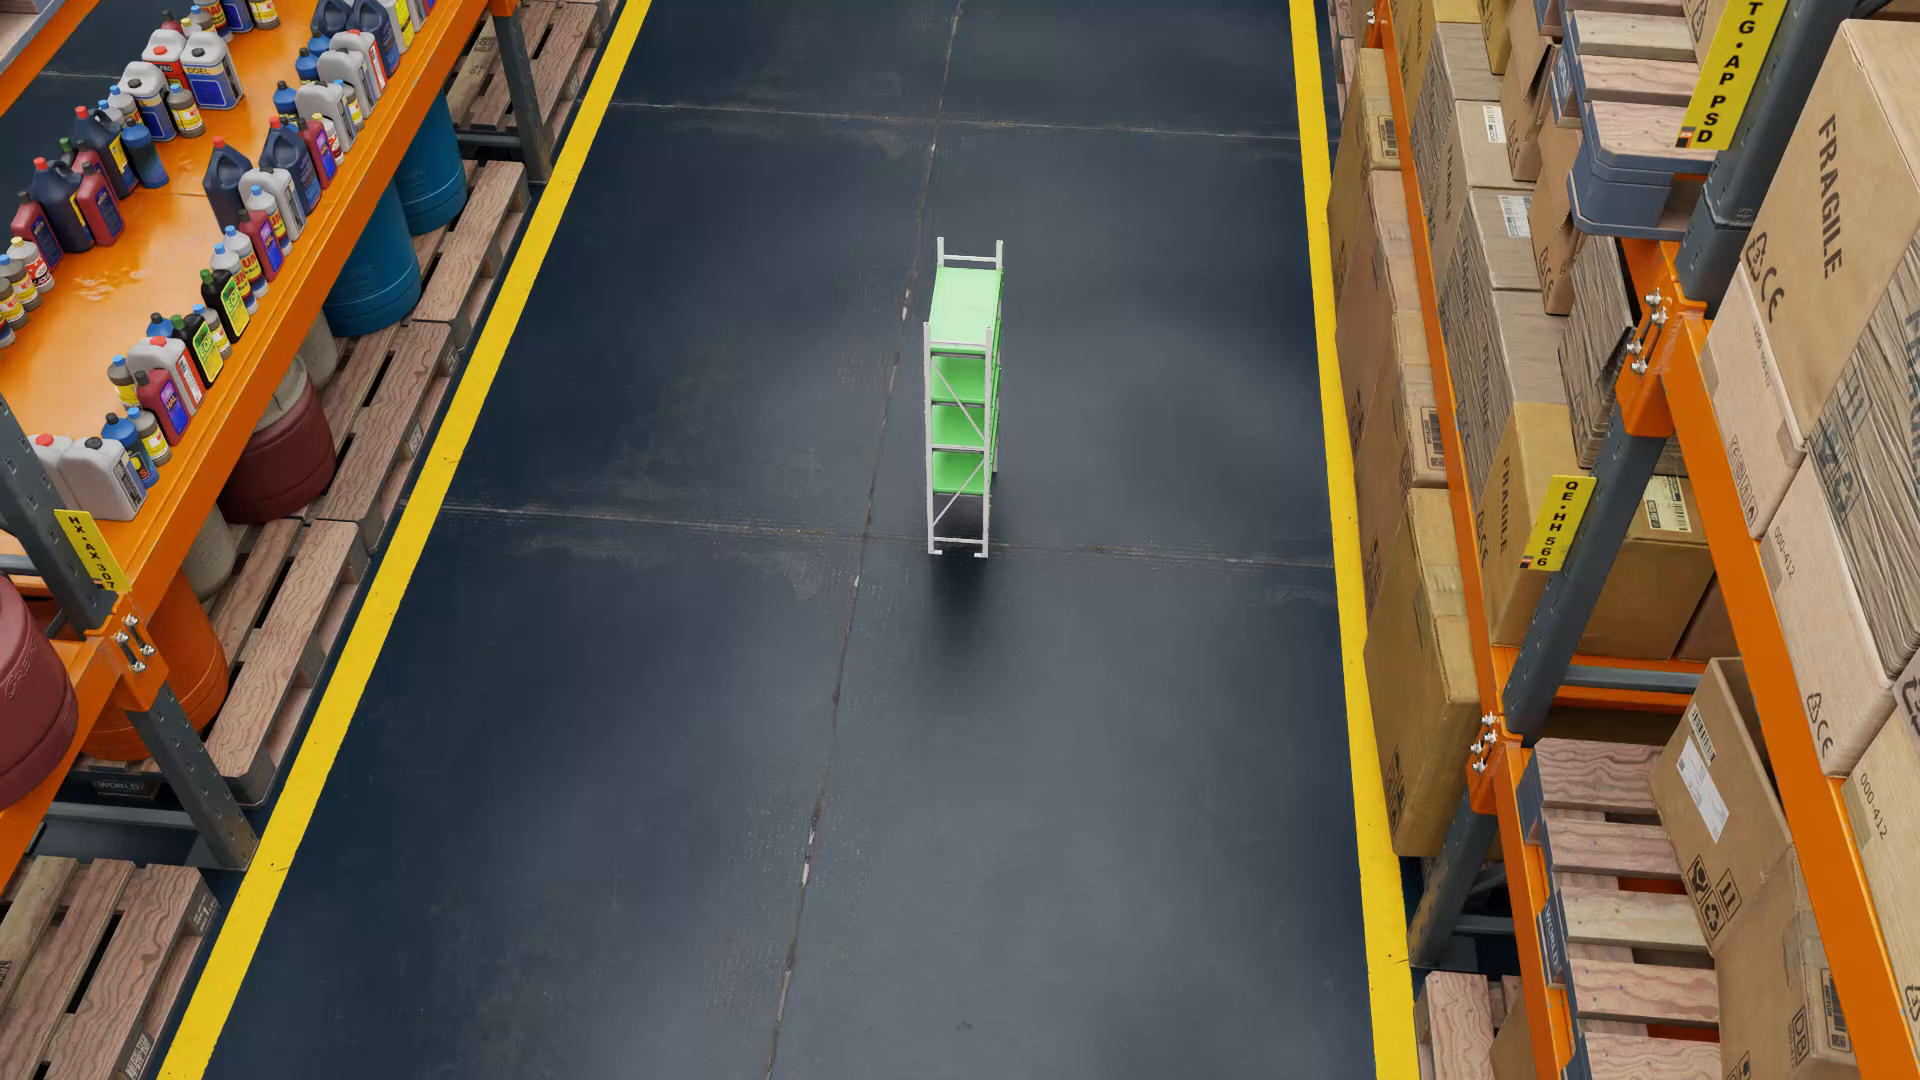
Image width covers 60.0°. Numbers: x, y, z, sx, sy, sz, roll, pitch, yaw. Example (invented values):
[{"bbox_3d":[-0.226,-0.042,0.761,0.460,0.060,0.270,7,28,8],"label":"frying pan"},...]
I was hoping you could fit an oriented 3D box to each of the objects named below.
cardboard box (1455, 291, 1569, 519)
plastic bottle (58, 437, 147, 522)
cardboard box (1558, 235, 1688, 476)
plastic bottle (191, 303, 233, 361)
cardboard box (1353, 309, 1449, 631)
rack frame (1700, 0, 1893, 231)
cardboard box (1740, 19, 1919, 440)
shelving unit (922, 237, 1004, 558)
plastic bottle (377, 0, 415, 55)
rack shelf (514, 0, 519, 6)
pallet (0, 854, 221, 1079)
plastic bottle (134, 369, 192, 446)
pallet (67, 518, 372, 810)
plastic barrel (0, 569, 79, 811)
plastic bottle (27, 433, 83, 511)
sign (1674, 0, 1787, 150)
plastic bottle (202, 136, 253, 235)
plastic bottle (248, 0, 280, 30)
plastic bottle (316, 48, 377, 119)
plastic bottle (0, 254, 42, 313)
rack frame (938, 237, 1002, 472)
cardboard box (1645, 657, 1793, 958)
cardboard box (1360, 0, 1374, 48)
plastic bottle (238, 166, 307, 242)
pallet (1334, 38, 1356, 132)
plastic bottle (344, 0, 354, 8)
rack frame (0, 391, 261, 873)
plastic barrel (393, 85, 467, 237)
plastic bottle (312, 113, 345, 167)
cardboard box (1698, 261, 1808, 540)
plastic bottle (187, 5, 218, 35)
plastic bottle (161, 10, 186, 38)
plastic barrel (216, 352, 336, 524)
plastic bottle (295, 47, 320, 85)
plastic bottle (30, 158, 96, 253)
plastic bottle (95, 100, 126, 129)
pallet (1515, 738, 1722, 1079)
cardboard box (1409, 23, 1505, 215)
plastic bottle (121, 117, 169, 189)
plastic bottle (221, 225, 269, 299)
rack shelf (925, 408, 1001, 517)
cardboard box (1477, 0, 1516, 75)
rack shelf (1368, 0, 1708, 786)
[{"bbox_3d":[1.835,-0.391,5.033,0.500,0.500,0.500,3,48,3],"label":"cardboard box"},{"bbox_3d":[-2.585,-0.199,5.009,0.152,0.276,0.135,4,48,4],"label":"plastic bottle"},{"bbox_3d":[2.068,-0.520,4.471,0.797,0.503,0.637,5,48,5],"label":"cardboard box"},{"bbox_3d":[-2.493,-0.695,5.514,0.097,0.201,0.097,0,48,0],"label":"plastic bottle"},{"bbox_3d":[2.158,-0.197,6.078,1.225,0.875,0.875,4,48,4],"label":"cardboard box"},{"bbox_3d":[1.986,-1.636,2.174,1.000,3.000,0.127,4,48,4],"label":"rack frame"},{"bbox_3d":[1.687,-0.498,2.760,0.500,0.500,0.500,4,48,4],"label":"cardboard box"},{"bbox_3d":[0.015,-0.527,6.444,0.258,1.200,0.503,4,48,4],"label":"shelving unit"},{"bbox_3d":[-2.340,-2.170,6.761,0.144,0.351,0.185,4,48,4],"label":"plastic bottle"},{"bbox_3d":[-2.400,-4.111,8.991,1.077,0.370,4.000,4,48,4],"label":"rack shelf"},{"bbox_3d":[-3.056,1.563,5.203,1.003,0.211,1.213,4,48,4],"label":"pallet"},{"bbox_3d":[-2.510,-0.440,5.225,0.061,0.283,0.133,4,48,4],"label":"plastic bottle"},{"bbox_3d":[-2.916,0.414,6.254,1.003,0.211,1.213,4,48,4],"label":"pallet"},{"bbox_3d":[-2.687,0.371,4.312,0.600,0.536,0.708,4,48,4],"label":"plastic barrel"},{"bbox_3d":[-2.737,-0.209,5.019,0.152,0.276,0.135,4,48,4],"label":"plastic bottle"},{"bbox_3d":[1.434,-0.869,3.101,0.100,0.325,0.005,4,48,4],"label":"sign"},{"bbox_3d":[-2.604,-1.272,5.940,0.144,0.351,0.185,4,48,4],"label":"plastic bottle"},{"bbox_3d":[-2.911,-2.239,6.926,0.097,0.201,0.097,0,48,0],"label":"plastic bottle"},{"bbox_3d":[-2.388,-1.793,6.467,0.152,0.276,0.135,4,48,4],"label":"plastic bottle"},{"bbox_3d":[-3.232,-0.886,5.688,0.097,0.201,0.097,0,48,0],"label":"plastic bottle"},{"bbox_3d":[0.037,-0.706,6.608,0.240,1.200,0.015,4,48,4],"label":"rack frame"},{"bbox_3d":[1.976,0.612,3.831,0.500,0.500,0.500,-1,48,-1],"label":"cardboard box"},{"bbox_3d":[2.490,-2.455,8.144,0.875,0.875,0.875,4,48,4],"label":"cardboard box"},{"bbox_3d":[-2.459,-1.218,5.941,0.152,0.276,0.135,4,48,4],"label":"plastic bottle"},{"bbox_3d":[2.497,-2.163,8.612,1.003,0.211,1.213,4,48,4],"label":"pallet"},{"bbox_3d":[-2.484,-2.180,6.770,0.144,0.351,0.185,4,48,4],"label":"plastic bottle"},{"bbox_3d":[-2.947,0.055,4.693,1.000,3.000,0.127,4,48,4],"label":"rack frame"},{"bbox_3d":[-2.649,-1.919,7.636,0.600,0.901,0.708,4,48,4],"label":"plastic barrel"},{"bbox_3d":[-2.392,-1.510,6.259,0.097,0.201,0.097,0,48,0],"label":"plastic bottle"},{"bbox_3d":[1.689,-0.245,3.036,0.500,0.250,0.500,5,48,4],"label":"cardboard box"},{"bbox_3d":[-3.084,-2.079,6.779,0.097,0.201,0.097,0,48,0],"label":"plastic bottle"},{"bbox_3d":[-3.121,-1.951,6.607,0.061,0.283,0.133,4,48,4],"label":"plastic bottle"},{"bbox_3d":[-2.816,-0.463,6.516,0.600,0.588,0.708,4,48,4],"label":"plastic barrel"},{"bbox_3d":[-2.514,-1.786,6.464,0.097,0.271,0.097,0,48,0],"label":"plastic bottle"},{"bbox_3d":[-3.175,-1.208,5.881,0.144,0.351,0.185,4,48,4],"label":"plastic bottle"},{"bbox_3d":[-3.156,-1.520,6.221,0.097,0.271,0.097,0,48,0],"label":"plastic bottle"},{"bbox_3d":[2.027,0.984,3.973,1.213,0.211,1.003,4,48,4],"label":"pallet"},{"bbox_3d":[1.968,-1.526,6.071,0.500,0.500,0.500,3,48,3],"label":"cardboard box"},{"bbox_3d":[-3.021,-1.439,6.147,0.097,0.271,0.097,0,48,0],"label":"plastic bottle"},{"bbox_3d":[-2.463,-0.960,5.708,0.097,0.271,0.097,0,48,0],"label":"plastic bottle"},{"bbox_3d":[0.015,-0.321,6.669,0.258,0.148,0.480,4,48,4],"label":"rack shelf"},{"bbox_3d":[2.226,-1.950,5.779,0.797,0.503,0.637,4,48,4],"label":"cardboard box"},{"bbox_3d":[2.168,-0.839,5.998,1.077,0.370,4.000,4,48,4],"label":"rack shelf"}]
